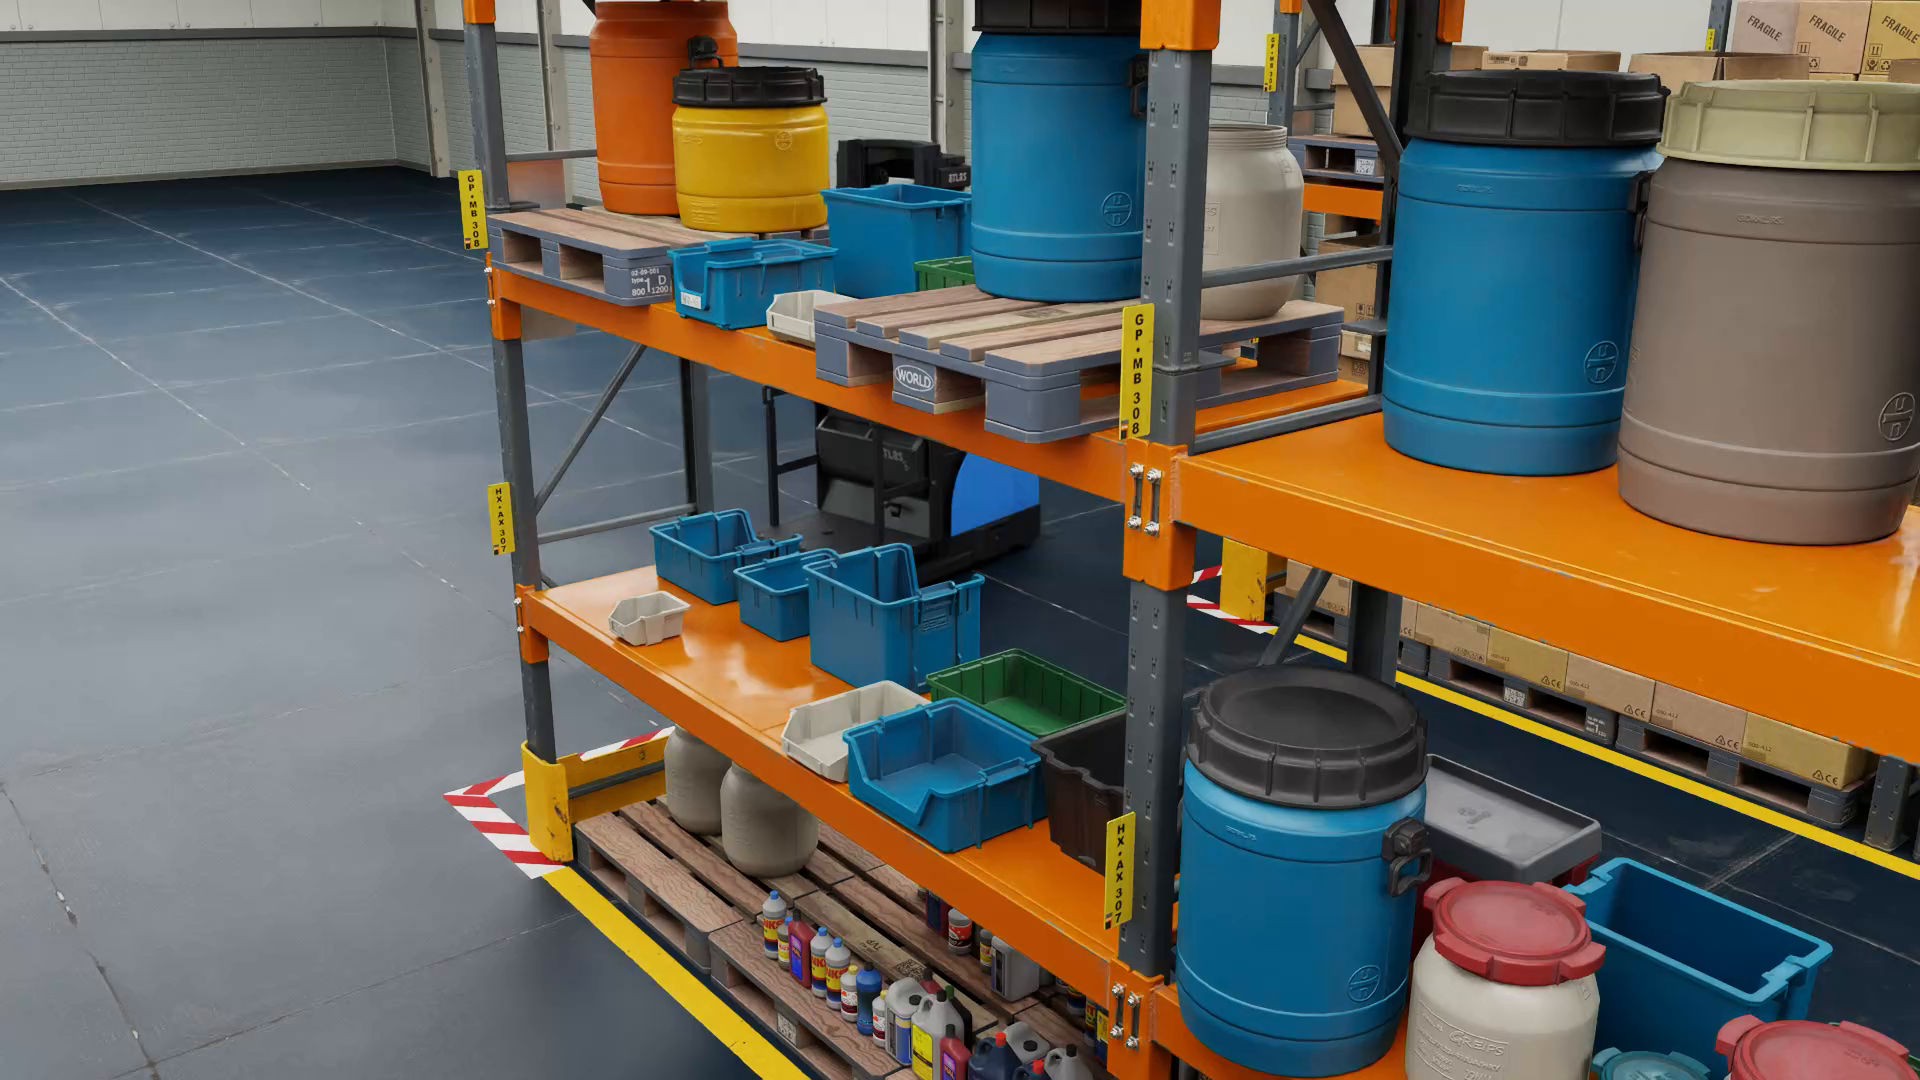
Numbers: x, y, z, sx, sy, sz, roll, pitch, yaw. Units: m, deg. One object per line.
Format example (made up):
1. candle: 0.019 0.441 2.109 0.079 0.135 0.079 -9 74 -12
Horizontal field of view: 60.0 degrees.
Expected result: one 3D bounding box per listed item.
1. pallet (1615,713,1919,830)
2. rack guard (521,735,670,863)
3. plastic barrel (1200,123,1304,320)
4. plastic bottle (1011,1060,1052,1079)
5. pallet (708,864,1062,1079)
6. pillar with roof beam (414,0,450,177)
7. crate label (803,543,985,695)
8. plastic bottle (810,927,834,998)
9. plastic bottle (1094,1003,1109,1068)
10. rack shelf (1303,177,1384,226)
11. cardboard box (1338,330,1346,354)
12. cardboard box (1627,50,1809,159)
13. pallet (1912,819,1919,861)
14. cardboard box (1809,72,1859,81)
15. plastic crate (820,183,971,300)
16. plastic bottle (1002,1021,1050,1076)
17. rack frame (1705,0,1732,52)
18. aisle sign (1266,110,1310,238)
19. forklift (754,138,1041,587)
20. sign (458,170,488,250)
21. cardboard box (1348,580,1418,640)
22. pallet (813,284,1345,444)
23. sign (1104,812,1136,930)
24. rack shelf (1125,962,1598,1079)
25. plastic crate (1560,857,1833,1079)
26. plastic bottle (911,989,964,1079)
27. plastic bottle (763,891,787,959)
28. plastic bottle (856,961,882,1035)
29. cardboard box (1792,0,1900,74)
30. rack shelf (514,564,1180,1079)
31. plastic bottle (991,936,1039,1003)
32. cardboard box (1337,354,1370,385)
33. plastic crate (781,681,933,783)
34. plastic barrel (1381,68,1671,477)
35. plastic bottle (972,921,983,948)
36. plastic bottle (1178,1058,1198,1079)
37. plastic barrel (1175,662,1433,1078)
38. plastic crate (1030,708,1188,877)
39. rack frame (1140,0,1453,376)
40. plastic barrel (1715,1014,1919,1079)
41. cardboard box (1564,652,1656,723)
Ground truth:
1. pallet: 4.291 1.070 8.794 1.003 0.211 1.213 -14 23 -36
2. rack guard: -1.533 1.127 8.164 1.175 0.500 0.348 -14 23 -36
3. plastic barrel: 0.753 -0.904 4.704 0.421 0.512 0.421 0 18 0
4. plastic bottle: 0.241 1.863 5.479 0.144 0.351 0.185 -15 23 -38
5. pallet: -0.279 1.766 6.694 1.003 0.211 1.213 -14 23 -36
6. pillar with roof beam: -14.740 -11.399 32.472 9.100 9.000 0.400 -14 23 -36
7. crate label: -0.262 0.315 6.584 0.502 0.435 0.616 -14 23 -36
8. plastic bottle: -0.523 1.609 6.371 0.097 0.271 0.097 0 18 0
9. plastic bottle: 0.578 1.713 5.930 0.144 0.351 0.185 -14 23 -36
10. rack shelf: 3.510 -1.625 8.870 1.077 0.370 4.000 -14 23 -36
11. cardboard box: 2.343 -1.252 10.180 0.380 0.149 0.250 -14 23 -36
12. cardboard box: 3.828 -2.219 8.464 0.797 0.503 0.637 -11 21 -30
13. pallet: 5.240 1.448 7.653 1.003 0.211 1.213 -14 23 -36
14. cardboard box: 6.466 -3.213 12.332 0.500 0.500 0.500 -12 22 -33
15. plastic crate: -0.197 -1.074 6.089 0.392 0.384 0.575 -14 23 -36
16. plastic bottle: 0.222 1.816 5.740 0.152 0.276 0.135 -14 23 -36
17. rack frame: 6.149 -4.851 12.696 1.000 3.000 0.127 -14 23 -36
18. aisle sign: 1.987 -2.226 10.176 0.394 0.787 0.004 -14 23 -36
19. forklift: -0.737 -1.115 11.067 1.130 2.935 3.031 15 23 38
20. sign: -2.051 -1.391 7.006 0.100 0.325 0.005 -14 23 -36
21. cardboard box: 2.740 0.369 10.182 0.500 0.250 0.500 -14 23 -36
22. pallet: 0.342 -0.577 4.860 1.213 0.211 1.003 -14 23 -36
23. sign: 0.428 0.890 4.463 0.100 0.325 0.005 -14 23 -36
24. rack shelf: 2.108 1.751 3.448 1.077 0.370 4.000 -14 23 -36
25. plastic crate: 1.795 1.135 4.188 0.392 0.384 0.575 -14 23 -36
26. plastic bottle: -0.079 1.736 5.863 0.144 0.351 0.185 -14 23 -36
27. plastic bottle: -0.736 1.525 6.626 0.097 0.271 0.097 0 18 0
28. plastic bottle: -0.335 1.684 6.146 0.097 0.271 0.097 0 18 0
29. cardboard box: 6.470 -3.683 12.158 0.500 0.500 0.500 -14 23 -37
30. rack shelf: -0.375 0.765 6.424 1.077 0.370 4.000 -14 23 -36
31. plastic bottle: 0.209 1.605 6.378 0.152 0.276 0.135 -14 23 -36
32. cardboard box: 2.548 -0.965 10.346 0.700 0.500 0.500 -14 23 -36
33. plastic crate: -0.340 0.691 5.923 0.530 0.136 0.437 -14 23 -36
34. plastic barrel: 1.352 -0.663 4.022 0.600 0.901 0.708 -14 23 -36
35. plastic bottle: 0.088 1.484 6.743 0.152 0.276 0.135 -15 23 -38
36. plastic bottle: 0.790 1.762 5.902 0.152 0.276 0.135 -13 22 -34
37. plastic barrel: 0.869 0.833 4.278 0.600 0.901 0.708 -14 23 -36
38. plastic crate: 0.641 0.792 5.297 0.767 0.338 0.504 -14 23 -36
39. rack frame: 0.867 -1.931 3.880 1.000 3.000 0.127 -14 23 -36
40. plastic barrel: 1.744 1.311 3.414 0.433 0.535 0.433 0 18 0
41. cardboard box: 3.668 0.740 9.063 0.500 0.250 0.500 -14 23 -36
